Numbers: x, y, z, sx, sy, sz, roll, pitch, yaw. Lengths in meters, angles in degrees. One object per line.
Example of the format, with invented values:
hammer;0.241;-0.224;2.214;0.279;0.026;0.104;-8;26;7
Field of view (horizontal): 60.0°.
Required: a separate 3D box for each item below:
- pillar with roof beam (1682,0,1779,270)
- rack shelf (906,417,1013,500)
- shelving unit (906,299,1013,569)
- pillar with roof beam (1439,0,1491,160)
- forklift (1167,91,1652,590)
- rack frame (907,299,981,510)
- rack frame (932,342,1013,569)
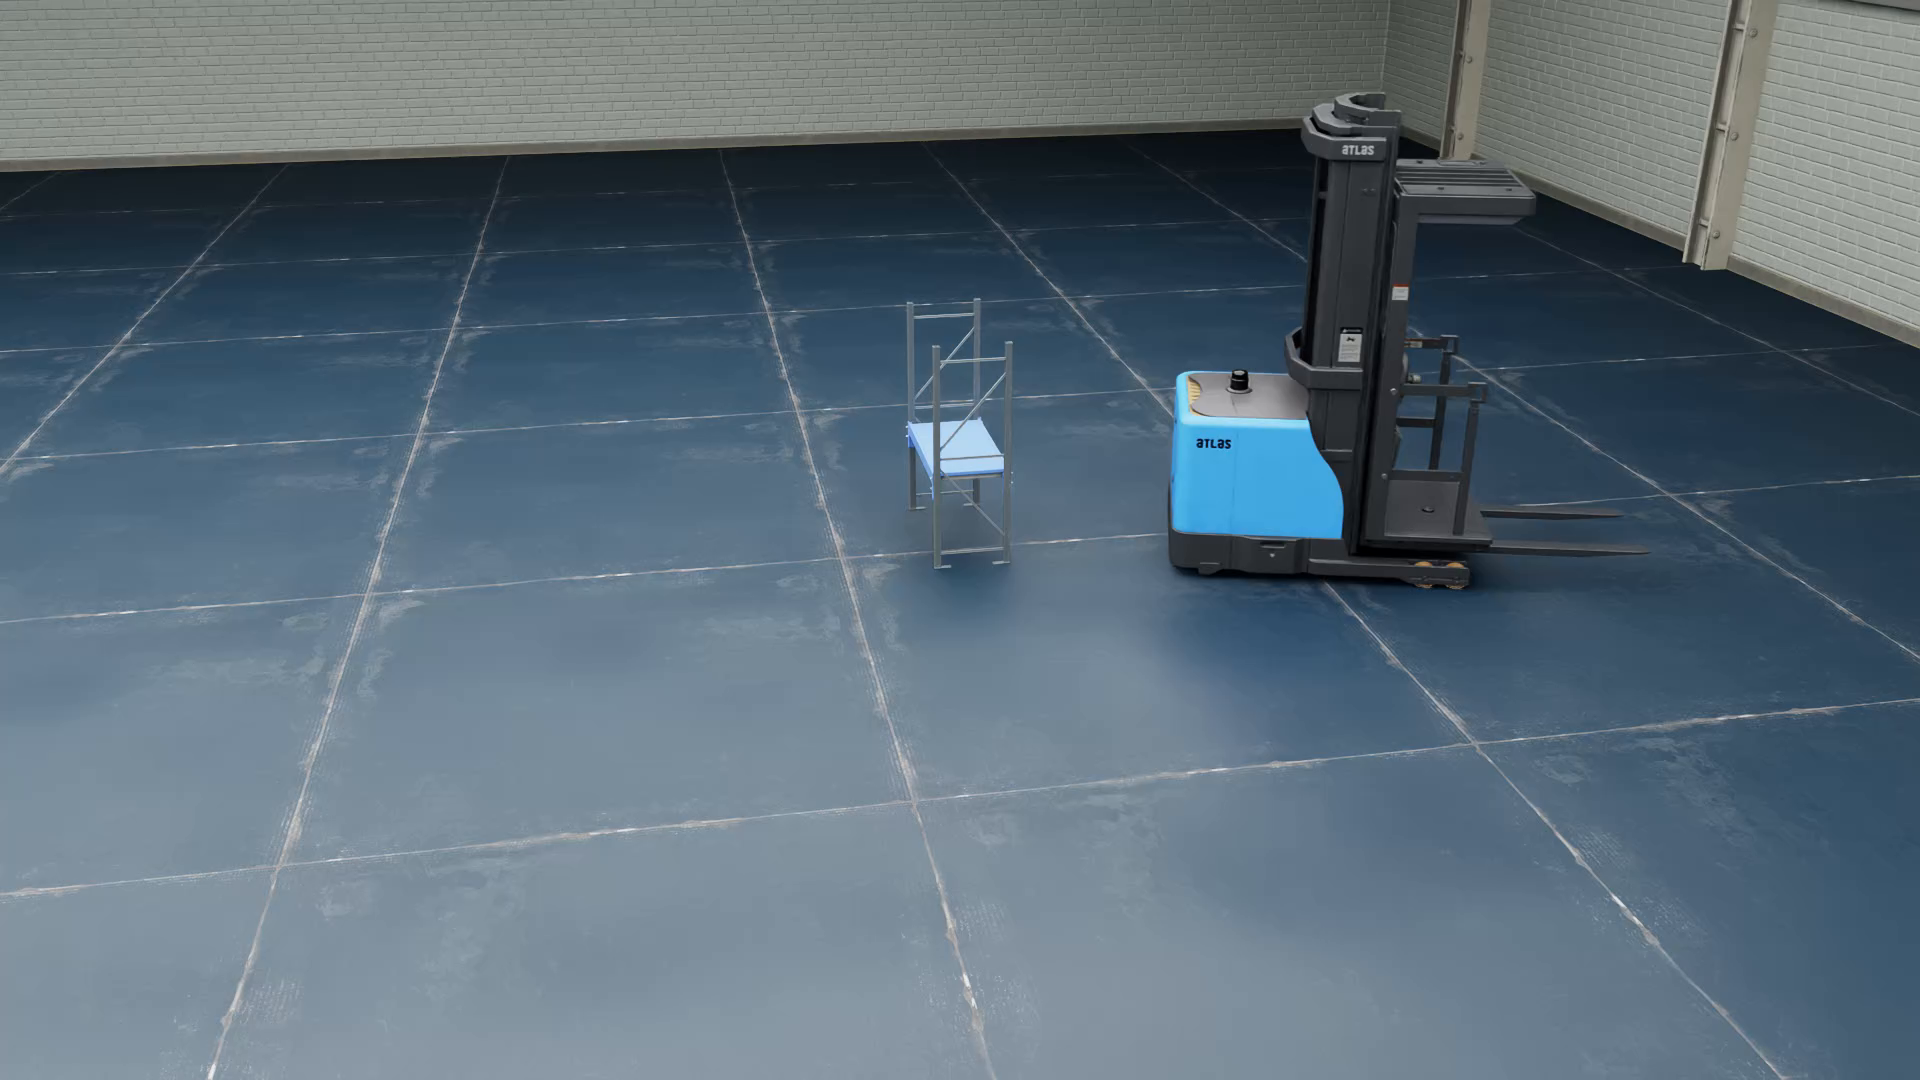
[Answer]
pillar with roof beam;3.883;-6.799;15.575;9.100;9.000;0.400;-4;24;-10
rack shelf;-0.016;-0.556;11.099;0.538;0.185;1.000;-4;24;-10
shelving unit;-0.016;-0.721;11.027;0.538;1.500;1.048;-4;24;-10
pillar with roof beam;2.773;-9.159;20.978;9.100;9.000;0.400;-4;24;-10
forklift;2.905;-1.254;10.458;3.031;2.935;1.130;2;24;5
rack frame;-0.110;-0.921;11.484;0.500;1.500;0.032;-4;24;-10
rack frame;0.078;-0.521;10.569;0.500;1.500;0.032;-4;24;-10
